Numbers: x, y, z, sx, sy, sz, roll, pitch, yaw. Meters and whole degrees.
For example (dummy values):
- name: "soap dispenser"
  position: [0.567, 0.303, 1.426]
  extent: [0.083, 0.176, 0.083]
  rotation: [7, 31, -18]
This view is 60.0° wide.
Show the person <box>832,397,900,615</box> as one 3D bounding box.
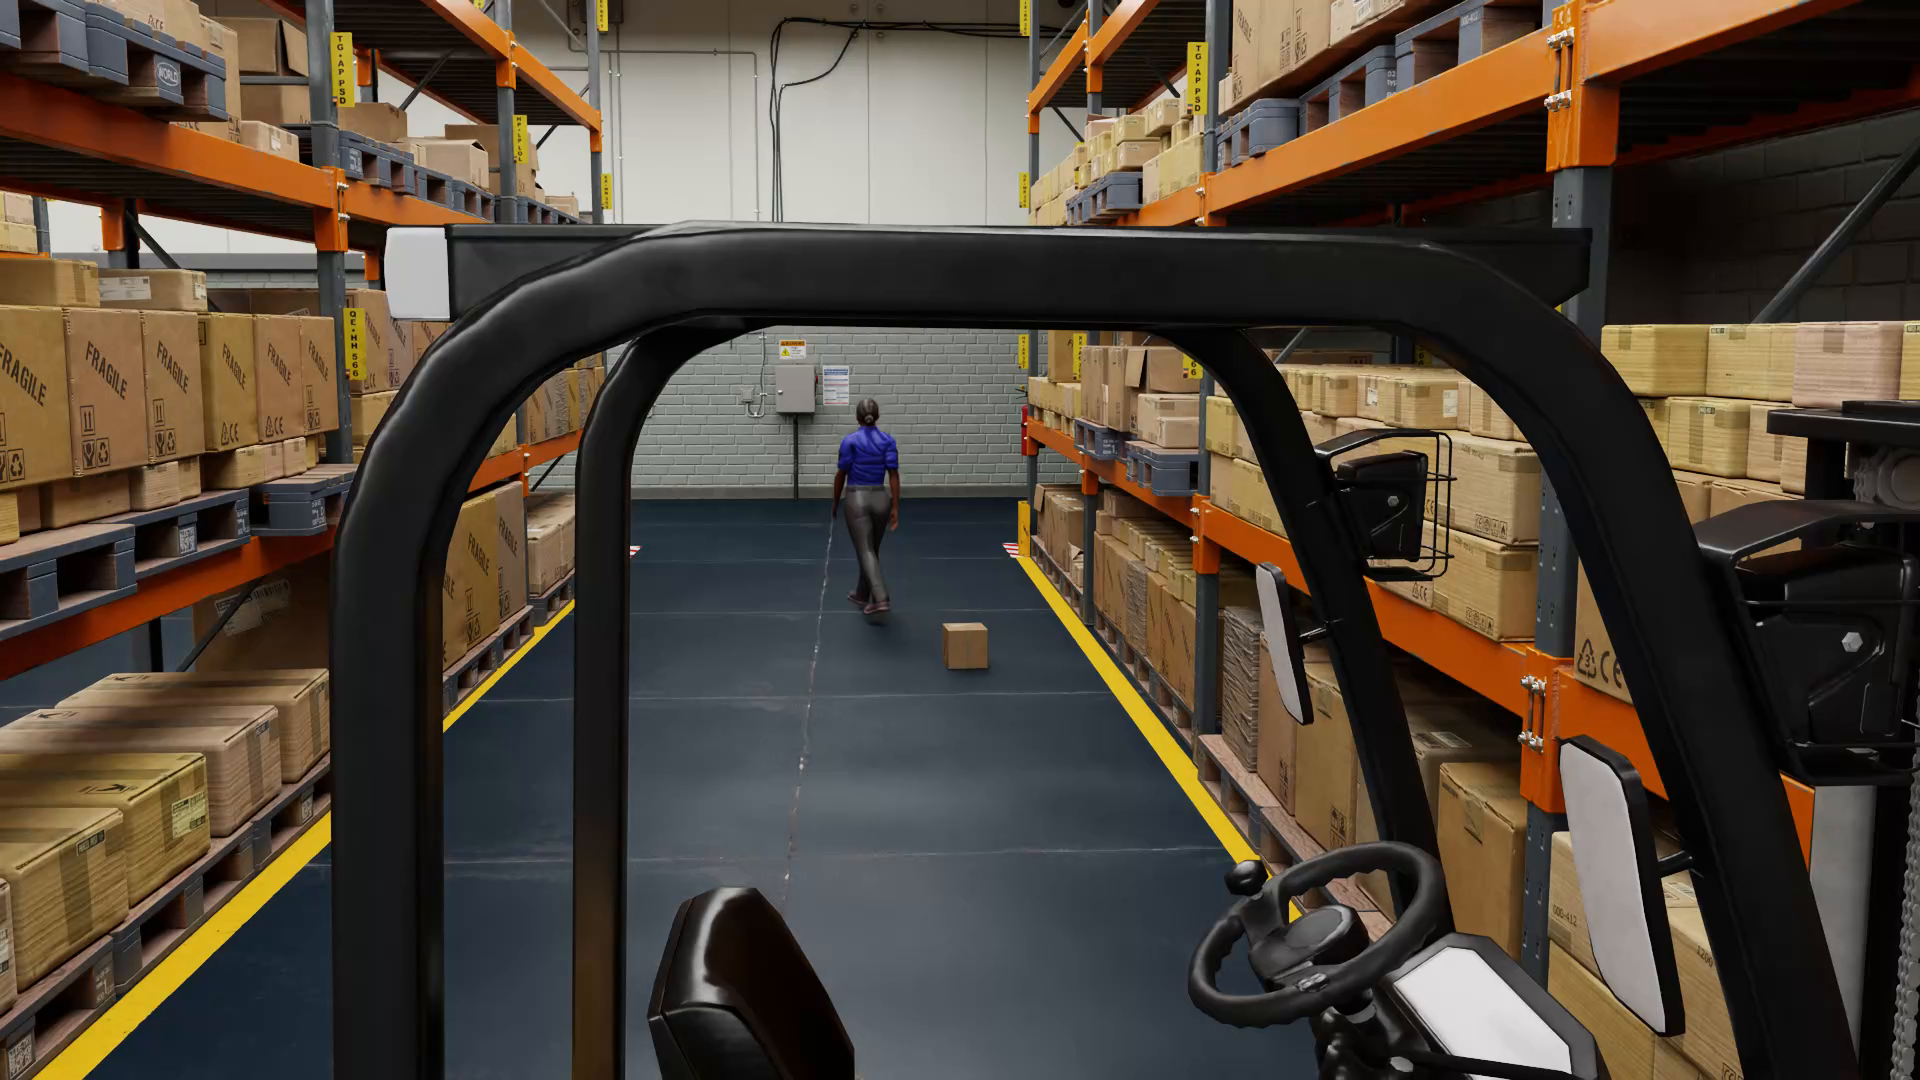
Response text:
- name: "person"
  position: [-0.707, -0.262, 12.365]
  extent: [0.451, 1.594, 1.029]
  rotation: [-3, 8, -25]
